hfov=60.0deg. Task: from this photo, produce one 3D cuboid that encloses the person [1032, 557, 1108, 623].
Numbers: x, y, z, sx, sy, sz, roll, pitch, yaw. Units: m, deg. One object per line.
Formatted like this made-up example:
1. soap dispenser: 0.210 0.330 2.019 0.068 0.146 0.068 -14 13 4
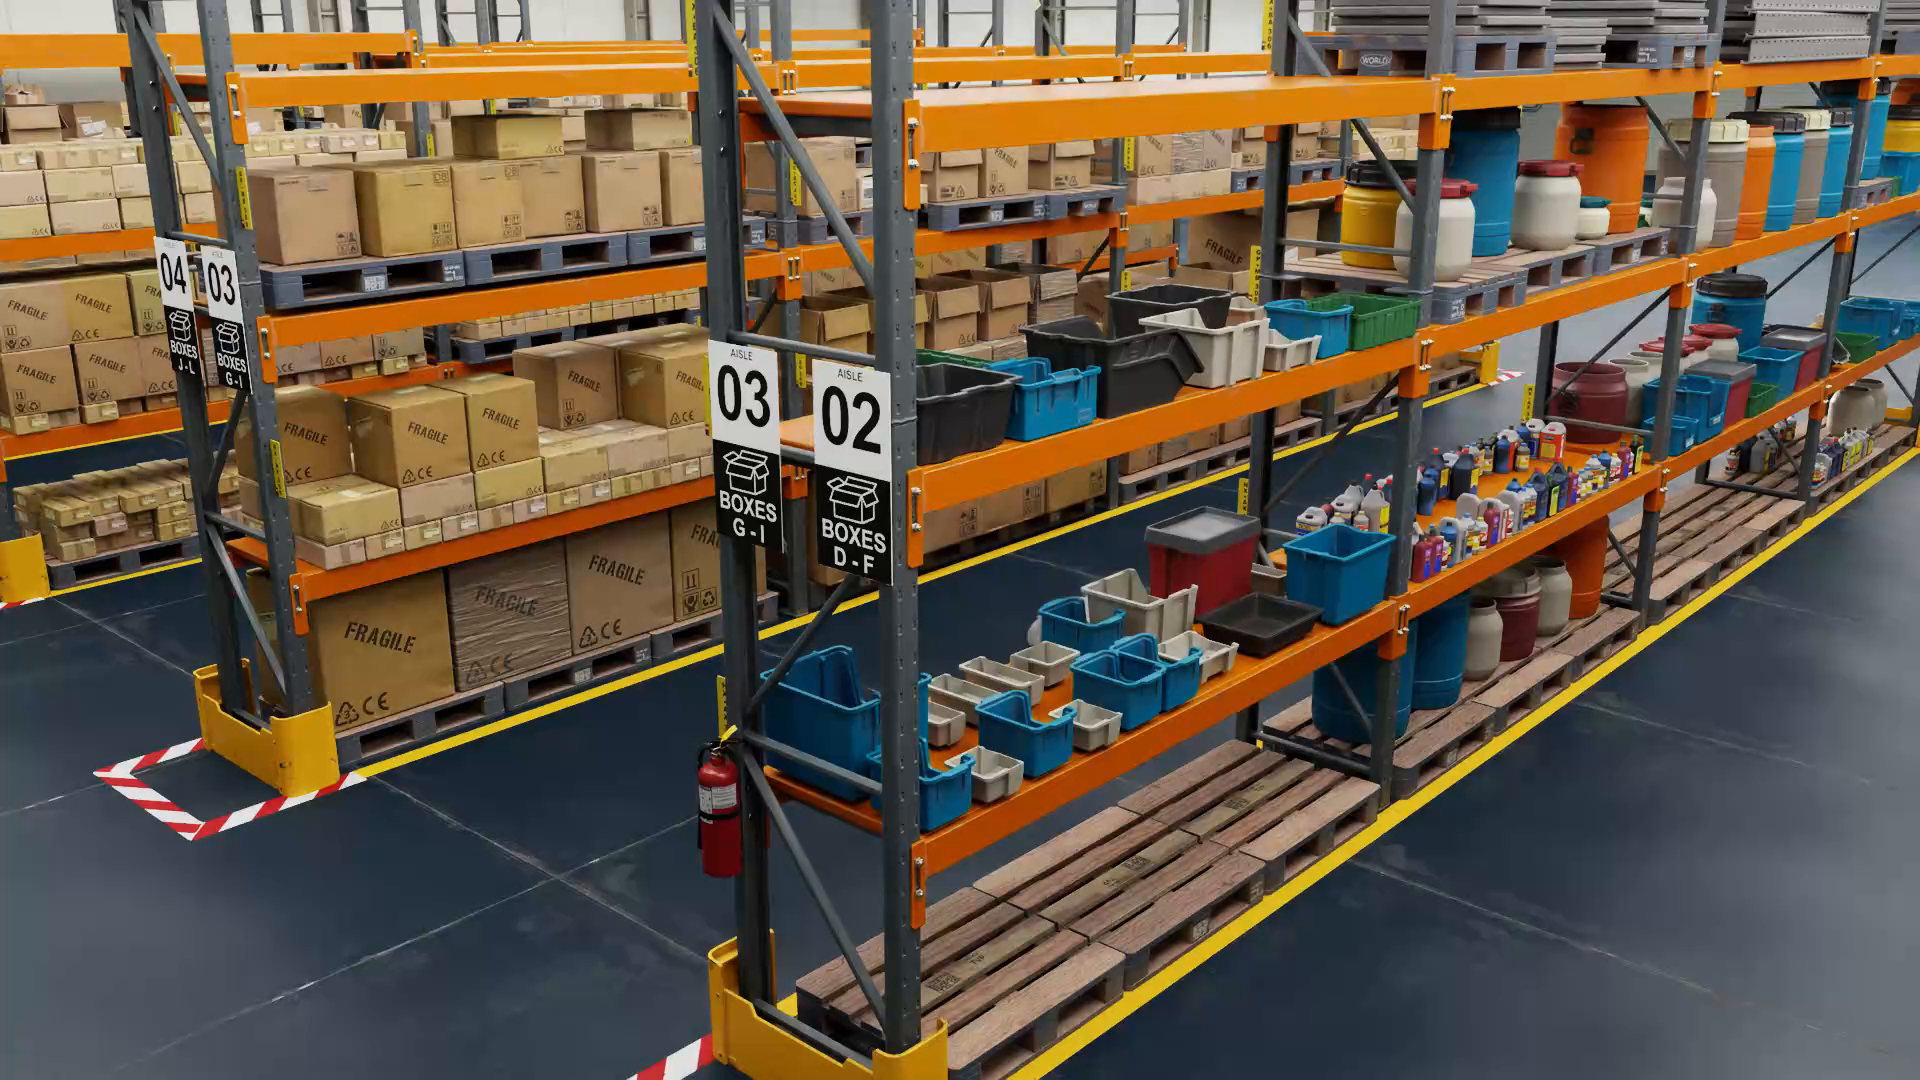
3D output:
1. person: 0.869 0.625 11.124 0.868 0.959 0.409 14 22 37
